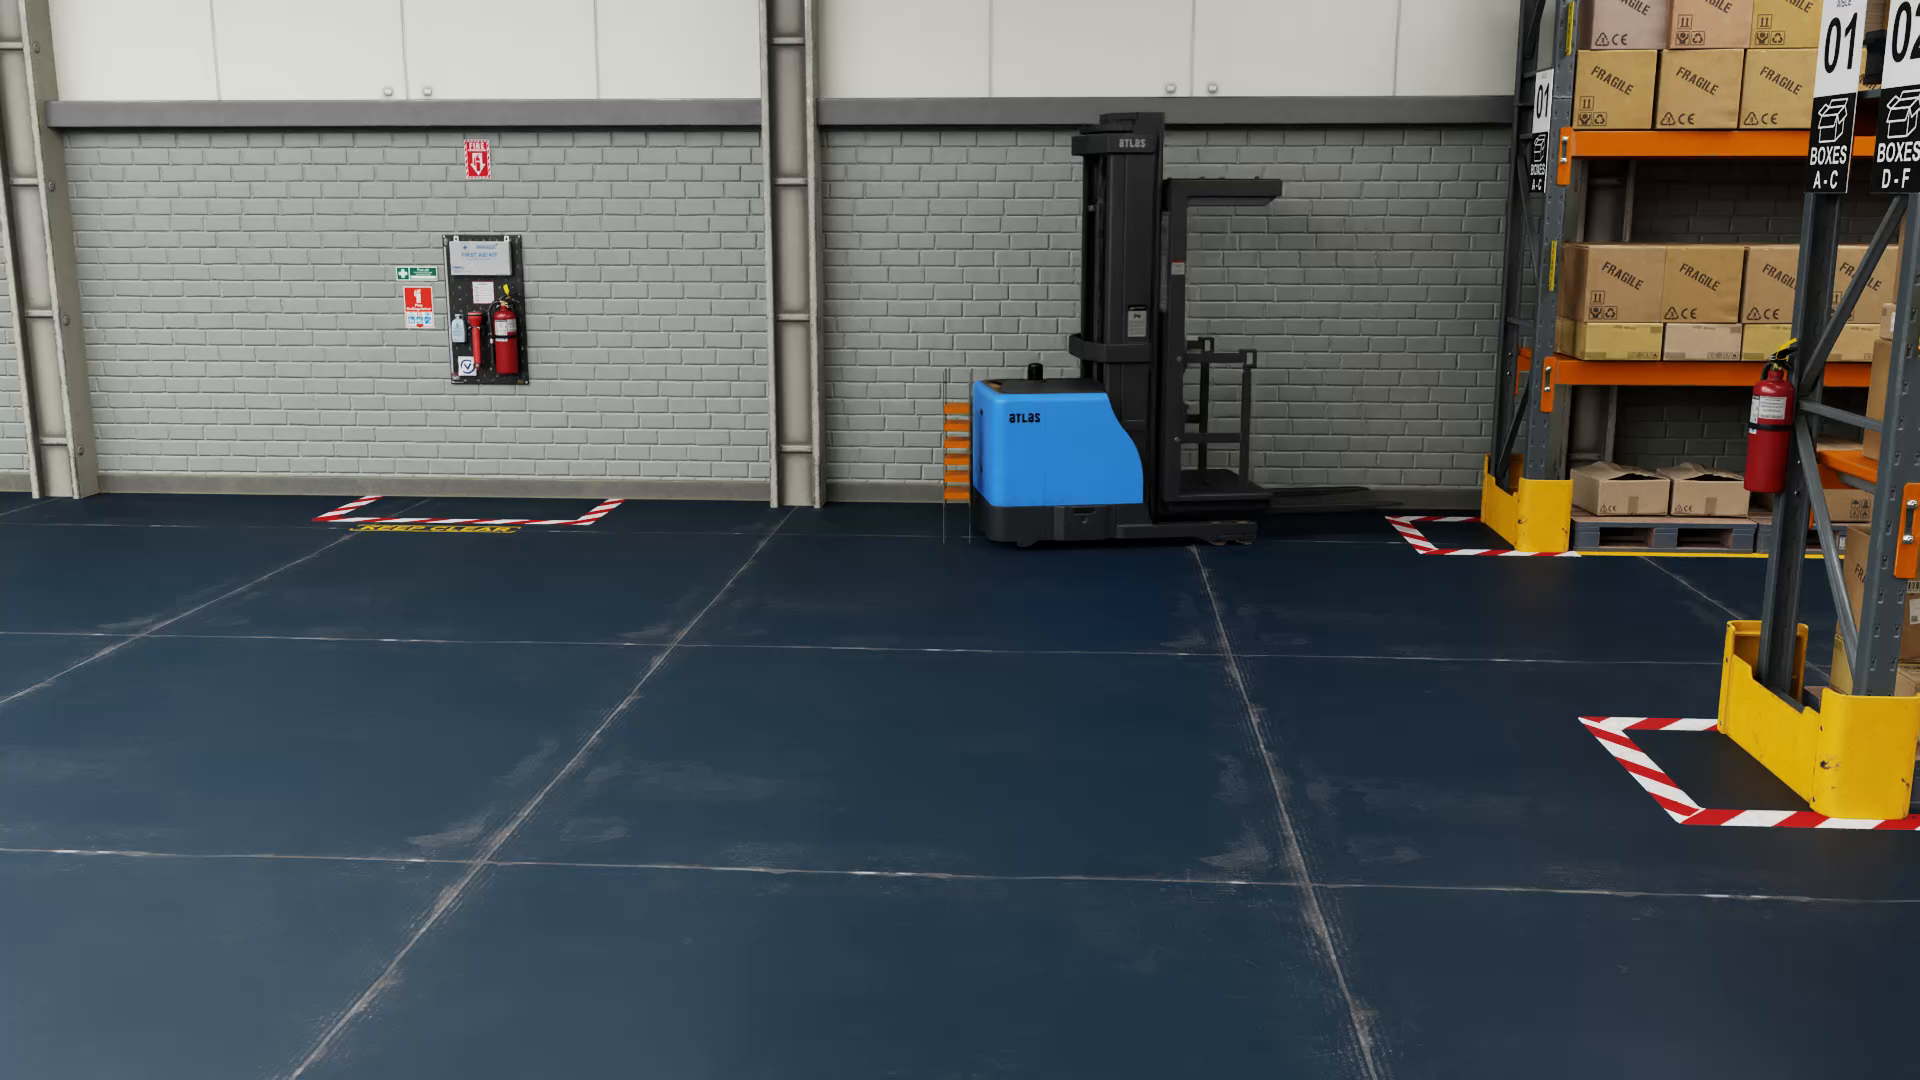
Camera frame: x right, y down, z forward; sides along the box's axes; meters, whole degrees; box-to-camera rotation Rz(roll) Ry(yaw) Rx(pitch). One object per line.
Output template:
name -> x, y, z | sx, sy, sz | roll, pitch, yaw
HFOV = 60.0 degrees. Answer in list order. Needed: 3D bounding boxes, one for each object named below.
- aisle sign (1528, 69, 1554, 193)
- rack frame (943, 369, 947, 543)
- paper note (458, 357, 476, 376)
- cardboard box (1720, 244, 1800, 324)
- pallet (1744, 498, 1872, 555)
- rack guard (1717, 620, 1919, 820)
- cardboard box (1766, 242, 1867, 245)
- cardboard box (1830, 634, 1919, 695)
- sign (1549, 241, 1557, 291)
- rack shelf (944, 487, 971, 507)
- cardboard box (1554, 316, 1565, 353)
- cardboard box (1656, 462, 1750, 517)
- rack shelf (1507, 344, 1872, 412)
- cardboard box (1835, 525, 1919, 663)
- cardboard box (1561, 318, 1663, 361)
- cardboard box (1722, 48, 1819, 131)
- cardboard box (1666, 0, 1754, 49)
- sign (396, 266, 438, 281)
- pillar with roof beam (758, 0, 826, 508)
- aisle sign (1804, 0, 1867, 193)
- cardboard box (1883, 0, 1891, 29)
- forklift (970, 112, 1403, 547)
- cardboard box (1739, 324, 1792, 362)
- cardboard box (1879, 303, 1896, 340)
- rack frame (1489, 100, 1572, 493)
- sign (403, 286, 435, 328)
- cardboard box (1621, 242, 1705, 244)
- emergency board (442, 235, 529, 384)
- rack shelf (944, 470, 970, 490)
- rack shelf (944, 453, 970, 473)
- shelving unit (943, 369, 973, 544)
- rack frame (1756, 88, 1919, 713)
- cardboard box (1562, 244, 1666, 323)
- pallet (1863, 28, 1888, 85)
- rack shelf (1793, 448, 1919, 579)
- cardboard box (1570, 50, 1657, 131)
aisle sign -> 3.866, -2.715, 11.072 | 0.004, 0.787, 0.394 | 1, 12, 4
rack frame -> -0.106, -0.589, 11.652 | 0.006, 1.200, 0.240 | 1, 12, 4
paper note -> -3.907, -1.379, 13.186 | 0.142, 0.148, 0.016 | 1, 12, 4
cardboard box -> 5.422, -1.721, 11.156 | 0.500, 0.500, 0.500 | 0, 12, 2
pallet -> 6.056, -0.101, 11.737 | 1.213, 0.211, 1.003 | 1, 12, 4
rack guard -> 3.607, 0.732, 7.046 | 0.348, 0.500, 1.175 | 1, 12, 4
cardboard box -> 5.963, -1.821, 11.635 | 0.500, 0.500, 0.500 | 1, 12, 5
cardboard box -> 4.186, 0.597, 7.280 | 0.500, 0.250, 0.500 | 1, 12, 4
sign -> 3.922, -1.816, 11.008 | 0.005, 0.325, 0.100 | 1, 12, 4
rack shelf -> -0.014, -0.309, 11.704 | 0.180, 0.103, 0.258 | 1, 12, 4
cardboard box -> 4.438, -1.472, 11.798 | 0.500, 0.250, 0.500 | 1, 12, 5
cardboard box -> 5.211, -0.366, 11.686 | 0.500, 0.311, 0.500 | 2, 12, 8
rack shelf -> 5.954, -1.123, 11.569 | 4.000, 0.370, 1.077 | 1, 12, 4
cardboard box -> 4.186, 0.229, 7.206 | 0.500, 0.500, 0.500 | 1, 12, 4
cardboard box -> 4.424, -1.368, 11.298 | 0.500, 0.250, 0.500 | 0, 12, 2
cardboard box -> 5.327, -2.953, 10.941 | 0.500, 0.500, 0.500 | 1, 12, 6
cardboard box -> 4.824, -3.447, 10.860 | 0.500, 0.500, 0.500 | 1, 12, 3
sign -> -4.276, -2.097, 13.087 | 0.331, 0.109, 0.001 | 1, 12, 4
pillar with roof beam -> -1.560, -3.809, 7.999 | 0.400, 9.000, 9.100 | 1, 12, 4
aisle sign -> 3.585, -1.824, 6.813 | 0.004, 0.787, 0.394 | 1, 12, 4
cardboard box -> 6.362, -3.426, 10.760 | 0.500, 0.500, 0.500 | 0, 12, 2
forklift -> 1.633, -1.500, 11.782 | 3.031, 2.935, 1.130 | -2, 12, -8
cardboard box -> 5.451, -1.355, 11.239 | 0.500, 0.250, 0.500 | 1, 12, 3
cardboard box -> 4.025, -0.891, 6.873 | 0.250, 0.149, 0.380 | 1, 12, 3
rack frame -> 3.958, -1.503, 11.626 | 0.127, 3.000, 1.000 | 1, 12, 4
sign -> -4.280, -1.840, 13.150 | 0.234, 0.329, 0.001 | 1, 12, 4
cardboard box -> 4.944, -1.834, 11.697 | 0.500, 0.500, 0.500 | 1, 12, 5
emergency board -> -3.735, -1.794, 13.017 | 0.643, 1.169, 0.194 | 1, 12, 4
rack shelf -> -0.014, -0.427, 11.680 | 0.180, 0.103, 0.258 | 1, 12, 4
rack shelf -> -0.014, -0.544, 11.655 | 0.180, 0.103, 0.258 | 1, 12, 4
shelving unit -> -0.014, -0.587, 11.646 | 0.189, 1.200, 0.258 | 1, 12, 4
rack frame -> 3.631, -0.491, 6.788 | 0.127, 3.000, 1.000 | 1, 12, 4
cardboard box -> 4.415, -1.738, 11.238 | 0.500, 0.500, 0.500 | 1, 12, 4
pallet -> 4.335, -1.901, 6.419 | 1.213, 0.211, 1.003 | 1, 12, 4
rack shelf -> 5.627, -0.111, 6.731 | 4.000, 0.370, 1.077 | 1, 12, 4
cardboard box -> 4.275, -2.974, 11.041 | 0.500, 0.500, 0.500 | 1, 12, 5
